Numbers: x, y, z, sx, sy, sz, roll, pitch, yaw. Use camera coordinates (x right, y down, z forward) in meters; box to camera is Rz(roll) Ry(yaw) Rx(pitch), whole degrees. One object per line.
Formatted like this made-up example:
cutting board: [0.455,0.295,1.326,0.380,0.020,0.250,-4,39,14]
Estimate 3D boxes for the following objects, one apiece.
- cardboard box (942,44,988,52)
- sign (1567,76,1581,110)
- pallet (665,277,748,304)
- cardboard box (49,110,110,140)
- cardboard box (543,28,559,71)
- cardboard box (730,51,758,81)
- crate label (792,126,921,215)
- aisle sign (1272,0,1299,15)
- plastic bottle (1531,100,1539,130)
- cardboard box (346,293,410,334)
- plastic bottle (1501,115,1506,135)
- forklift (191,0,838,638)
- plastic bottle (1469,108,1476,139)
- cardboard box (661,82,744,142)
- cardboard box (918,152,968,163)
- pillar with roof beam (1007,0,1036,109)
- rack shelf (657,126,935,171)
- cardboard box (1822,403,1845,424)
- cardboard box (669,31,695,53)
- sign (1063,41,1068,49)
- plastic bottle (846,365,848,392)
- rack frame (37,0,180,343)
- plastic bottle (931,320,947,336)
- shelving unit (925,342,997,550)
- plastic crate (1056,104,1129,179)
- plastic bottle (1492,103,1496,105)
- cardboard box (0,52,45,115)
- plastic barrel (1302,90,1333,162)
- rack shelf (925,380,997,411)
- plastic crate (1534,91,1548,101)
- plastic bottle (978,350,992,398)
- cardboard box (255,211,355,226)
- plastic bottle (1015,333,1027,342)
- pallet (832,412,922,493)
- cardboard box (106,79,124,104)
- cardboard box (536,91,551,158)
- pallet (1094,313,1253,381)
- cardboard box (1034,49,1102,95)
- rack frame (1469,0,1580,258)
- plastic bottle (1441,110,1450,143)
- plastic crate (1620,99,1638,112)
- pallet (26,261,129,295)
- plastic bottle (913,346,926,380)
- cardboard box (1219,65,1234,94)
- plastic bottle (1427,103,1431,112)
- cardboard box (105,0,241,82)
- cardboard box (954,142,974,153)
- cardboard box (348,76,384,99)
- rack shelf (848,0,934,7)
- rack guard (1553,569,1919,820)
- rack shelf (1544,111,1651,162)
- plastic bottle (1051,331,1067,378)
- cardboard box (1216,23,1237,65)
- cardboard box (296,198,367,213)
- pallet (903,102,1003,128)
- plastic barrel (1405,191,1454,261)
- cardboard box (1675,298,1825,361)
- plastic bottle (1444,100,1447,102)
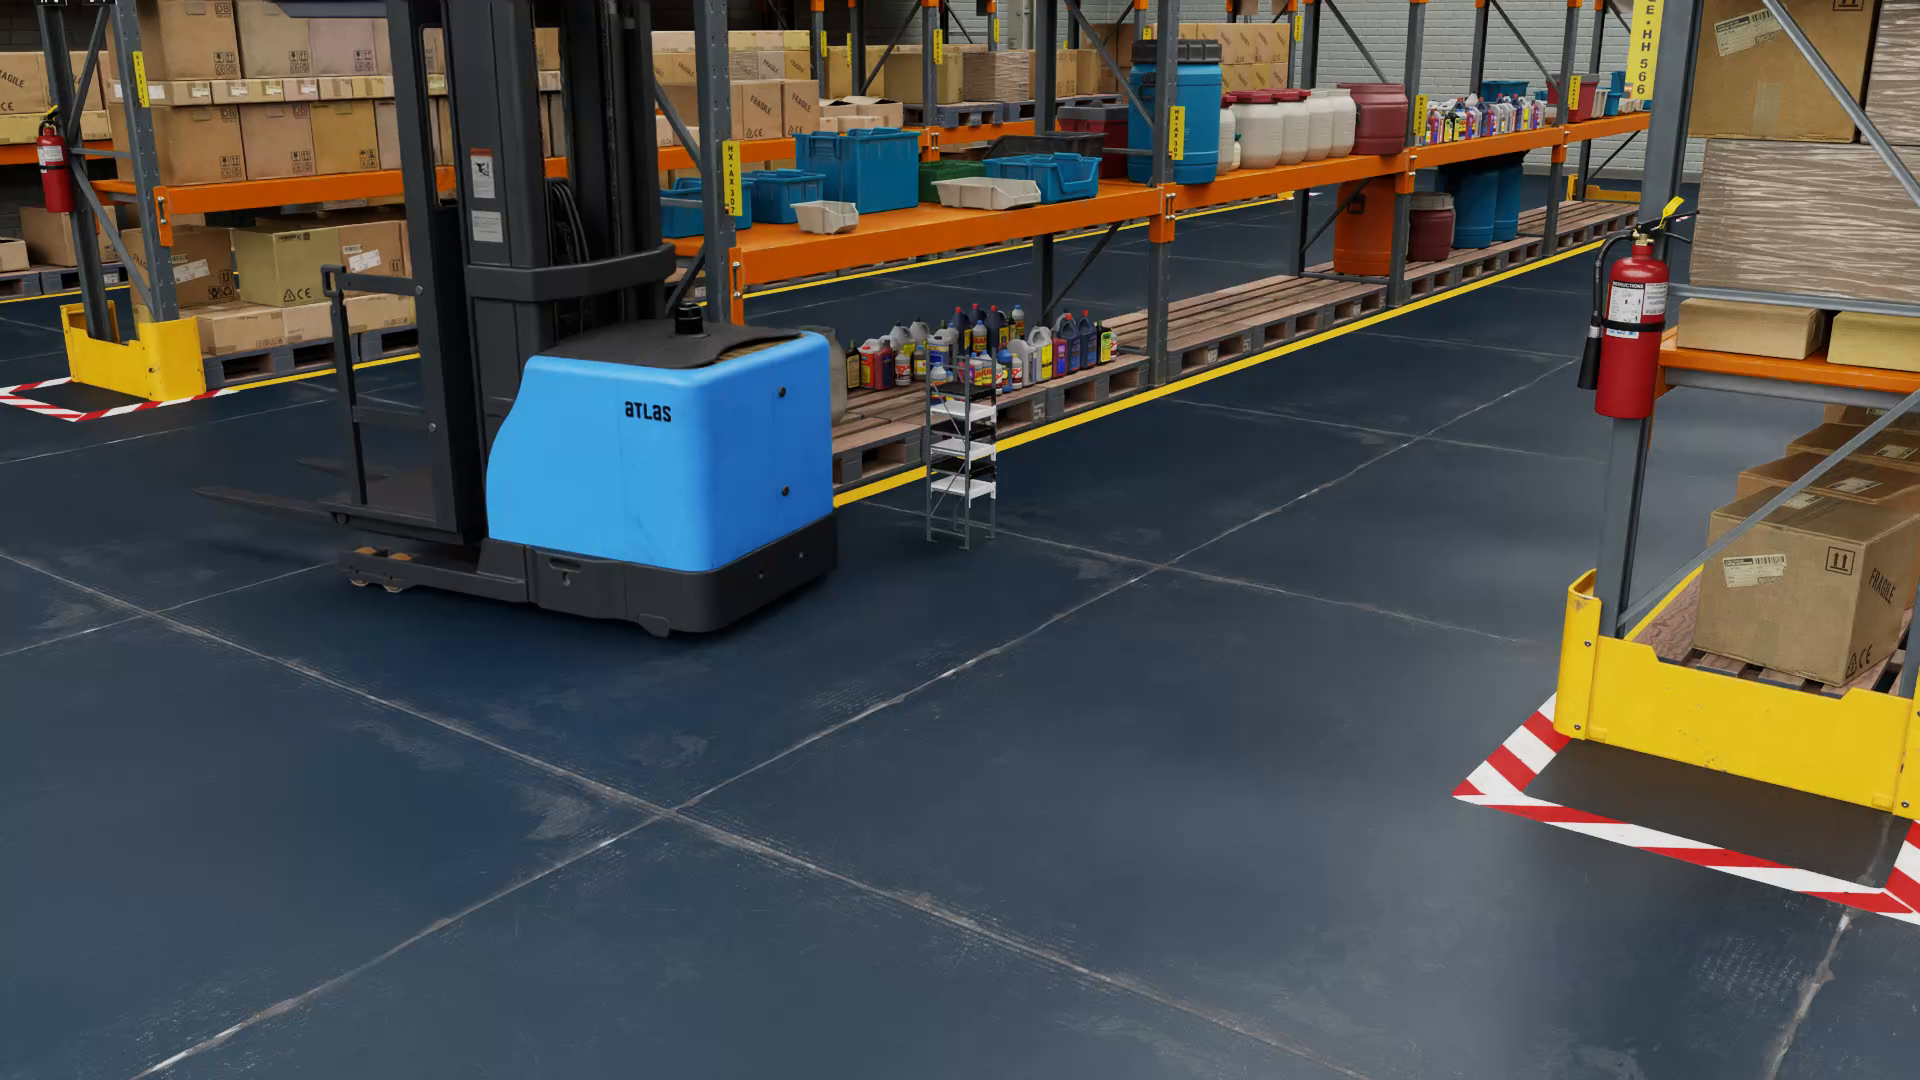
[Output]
cardboard box: [-0.173,-7.159,25.235,0.980,0.700,0.700,14,22,37]
sign: [6.137,-4.471,16.615,0.100,0.325,0.005,12,21,35]
pallet: [-2.639,-2.257,14.657,1.003,0.211,1.213,12,21,35]
cardboard box: [-7.955,-3.693,14.797,0.500,0.250,0.500,13,21,35]
cardboard box: [-3.306,-3.967,13.105,0.700,0.500,0.500,13,21,35]
cardboard box: [-2.935,-5.990,21.271,0.500,0.500,0.500,12,21,35]
crate label: [-0.575,-2.081,9.327,0.502,0.435,0.616,12,21,35]
aisle sign: [4.390,-7.469,22.353,0.394,0.787,0.004,12,21,35]
plastic bottle: [5.620,-4.166,16.298,0.061,0.283,0.133,12,21,35]
cardboard box: [-4.338,-1.669,11.988,0.500,0.250,0.500,12,21,35]
plastic bottle: [5.075,-3.919,15.639,0.097,0.201,0.097,0,17,0]
forklift: [-2.077,-1.306,7.006,3.031,2.935,1.130,8,19,25]
plastic bottle: [4.609,-3.766,15.029,0.097,0.271,0.097,0,17,0]
cardboard box: [-2.262,-3.760,14.625,0.500,0.500,0.500,14,22,39]
cardboard box: [-0.264,-4.012,17.815,0.500,0.250,0.500,13,22,37]
pillar with roof beam: [4.494,-10.040,24.900,9.100,9.000,0.400,12,21,35]
rack shelf: [-1.855,-3.540,15.297,1.077,0.370,4.000,12,21,35]
cardboard box: [4.301,-0.436,7.597,0.500,0.500,0.500,-12,21,-33]
cardboard box: [-3.552,-6.102,20.367,0.500,0.250,0.500,13,21,35]
sign: [1.280,-5.820,19.967,0.100,0.325,0.005,12,21,35]
plastic bottle: [-0.712,-0.966,9.775,0.097,0.201,0.097,0,17,0]
rack frame: [-5.430,-2.454,10.588,1.000,3.000,0.127,12,21,35]
plastic bottle: [-0.129,-1.248,10.542,0.061,0.283,0.133,14,22,37]
shelving unit: [0.005,-0.432,7.617,0.258,0.900,0.210,12,21,35]
plastic crate: [0.972,-2.731,11.371,0.402,0.464,0.583,12,21,35]
plastic bottle: [5.091,-4.034,15.893,0.097,0.271,0.097,0,17,0]
cardboard box: [-8.269,-3.923,14.274,0.500,0.500,0.500,12,21,33]
plastic barrel: [2.620,-3.154,12.653,0.421,0.512,0.421,0,17,0]
rack shelf: [0.005,-0.658,7.546,0.258,0.077,0.200,12,21,35]
plastic crate: [6.705,-4.952,18.813,0.416,0.233,0.300,12,21,35]
plastic bottle: [0.140,-0.967,9.659,0.097,0.271,0.097,0,17,0]
cardboard box: [-4.765,-2.121,12.179,0.500,0.500,0.500,12,21,35]
plastic bottle: [0.373,-1.129,10.158,0.061,0.283,0.133,12,21,35]
pallet: [-0.958,-0.465,8.886,1.003,0.211,1.213,12,21,35]
cardboard box: [-5.355,-2.936,10.879,0.380,0.149,0.250,12,21,34]
cardboard box: [-3.615,-3.221,12.889,0.700,0.500,0.500,12,21,34]
pallet: [1.366,-1.393,11.873,1.003,0.211,1.213,12,21,35]
cardboard box: [1.258,-5.487,19.479,0.700,0.500,0.500,5,18,16]
rack frame: [5.696,-4.436,16.971,1.000,3.000,0.127,12,21,35]
plastic bottle: [4.222,-3.608,14.500,0.061,0.283,0.133,12,21,35]
plastic crate: [7.555,-4.999,19.126,0.396,0.136,0.243,12,21,35]
pallet: [-8.125,-2.492,15.411,1.003,0.211,1.213,12,21,35]
plastic bottle: [-0.238,-1.084,10.153,0.097,0.201,0.097,0,17,0]
cardboard box: [3.147,-5.796,21.181,0.500,0.500,0.500,12,21,34]
plastic bottle: [4.424,-4.058,15.963,0.152,0.276,0.135,12,21,35]
cardboard box: [-5.110,-3.243,10.773,0.700,0.500,0.500,13,21,35]
cardboard box: [-0.214,-5.962,25.391,0.700,0.500,0.500,12,21,35]
cardboard box: [-4.257,-3.174,11.645,0.380,0.149,0.250,12,21,34]
rack shelf: [-1.855,-4.972,14.852,1.077,0.370,4.000,12,21,35]
rack guard: [2.569,0.473,5.378,1.175,0.500,0.348,12,21,35]
rack shelf: [6.888,-4.569,18.611,1.077,0.370,4.000,12,21,35]
plastic bottle: [0.599,-1.147,10.219,0.061,0.283,0.133,14,22,38]
cardboard box: [3.148,-6.268,21.017,0.500,0.500,0.500,13,22,36]
cardboard box: [-6.602,-3.476,17.352,0.700,0.500,0.500,13,22,37]
pallet: [-0.316,-4.442,17.313,1.213,0.211,1.003,12,21,35]
plastic barrel: [4.263,-2.921,15.449,0.600,0.588,0.708,12,21,35]
cardboard box: [2.528,-0.687,5.322,0.380,0.149,0.250,12,21,35]
plastic bottle: [4.805,-4.222,16.498,0.097,0.271,0.097,0,17,0]
